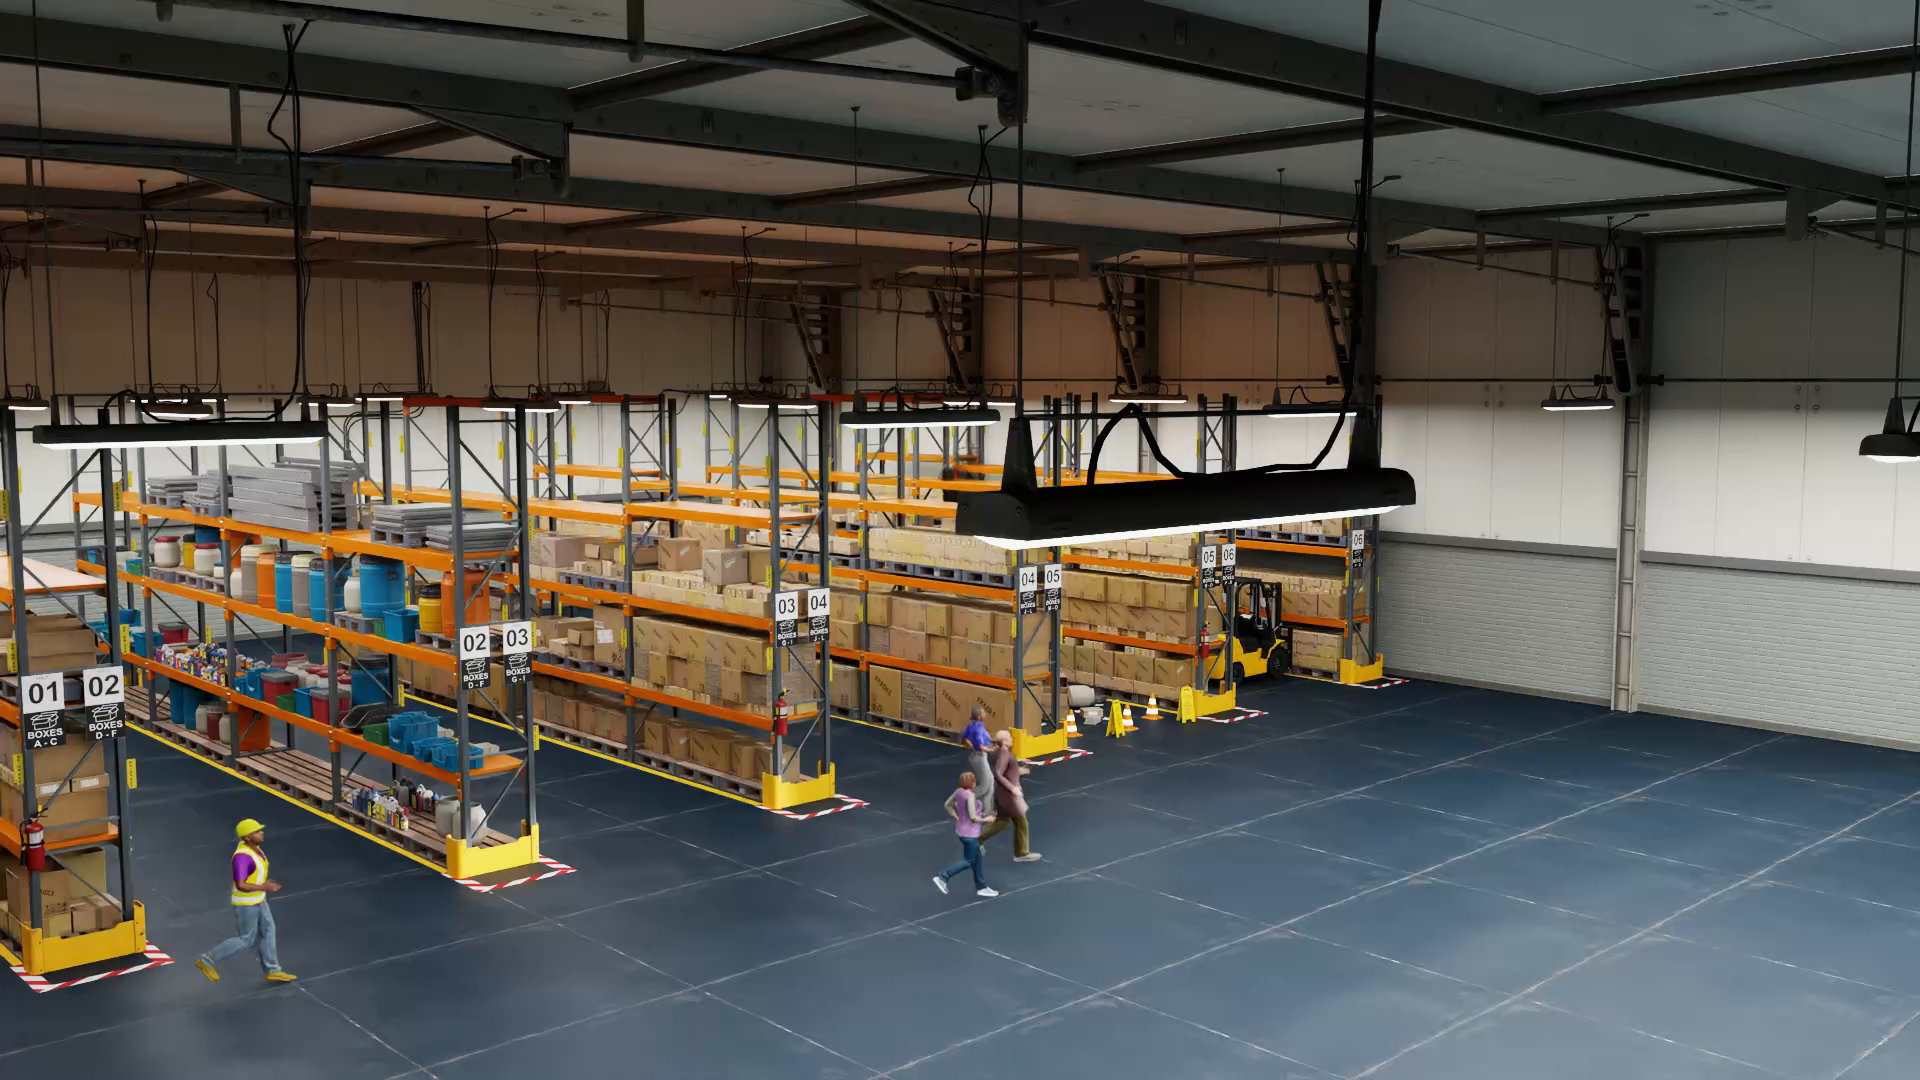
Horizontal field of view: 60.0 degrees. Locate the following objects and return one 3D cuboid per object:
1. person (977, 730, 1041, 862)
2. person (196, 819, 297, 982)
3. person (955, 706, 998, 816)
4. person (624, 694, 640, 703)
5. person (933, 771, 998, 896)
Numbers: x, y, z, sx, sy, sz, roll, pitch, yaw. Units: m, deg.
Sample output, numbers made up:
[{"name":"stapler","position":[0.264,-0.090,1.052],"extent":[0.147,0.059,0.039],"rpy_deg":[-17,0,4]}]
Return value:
[{"name":"person","position":[0.585,3.351,21.738],"extent":[0.980,1.752,0.719],"rpy_deg":[-1,6,-13]},{"name":"person","position":[-7.463,3.783,17.363],"extent":[0.940,1.767,0.710],"rpy_deg":[-1,6,-13]},{"name":"person","position":[0.241,3.247,24.019],"extent":[0.731,1.542,0.582],"rpy_deg":[-1,6,-13]},{"name":"person","position":[-6.165,2.415,31.517],"extent":[0.723,1.745,0.639],"rpy_deg":[-5,8,-43]},{"name":"person","position":[0.067,3.584,20.167],"extent":[0.869,1.591,0.545],"rpy_deg":[-2,6,-21]}]
